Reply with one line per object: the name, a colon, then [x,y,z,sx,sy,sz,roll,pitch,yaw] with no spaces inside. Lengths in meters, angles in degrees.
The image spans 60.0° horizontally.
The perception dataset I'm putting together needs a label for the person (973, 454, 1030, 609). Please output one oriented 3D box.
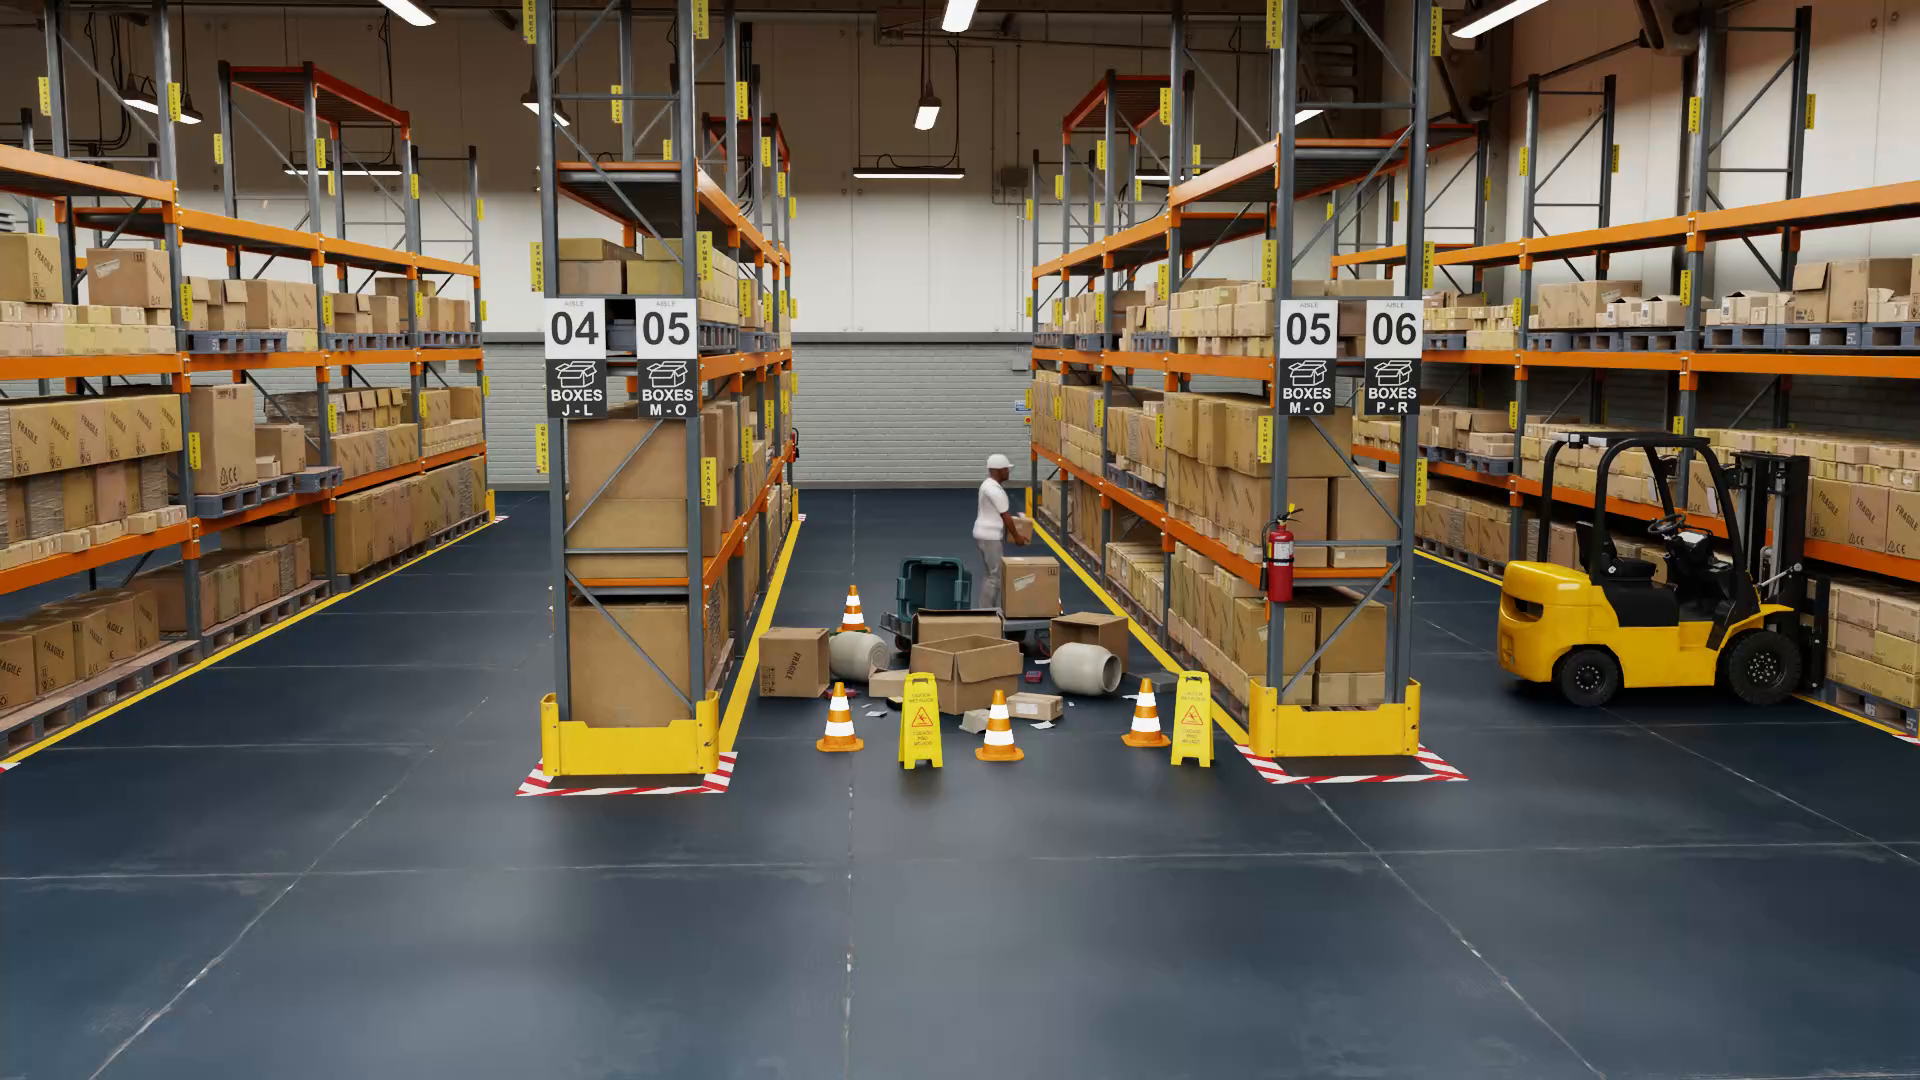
person: [0.422,-0.013,17.290,0.577,1.755,0.505,-1,7,-5]
